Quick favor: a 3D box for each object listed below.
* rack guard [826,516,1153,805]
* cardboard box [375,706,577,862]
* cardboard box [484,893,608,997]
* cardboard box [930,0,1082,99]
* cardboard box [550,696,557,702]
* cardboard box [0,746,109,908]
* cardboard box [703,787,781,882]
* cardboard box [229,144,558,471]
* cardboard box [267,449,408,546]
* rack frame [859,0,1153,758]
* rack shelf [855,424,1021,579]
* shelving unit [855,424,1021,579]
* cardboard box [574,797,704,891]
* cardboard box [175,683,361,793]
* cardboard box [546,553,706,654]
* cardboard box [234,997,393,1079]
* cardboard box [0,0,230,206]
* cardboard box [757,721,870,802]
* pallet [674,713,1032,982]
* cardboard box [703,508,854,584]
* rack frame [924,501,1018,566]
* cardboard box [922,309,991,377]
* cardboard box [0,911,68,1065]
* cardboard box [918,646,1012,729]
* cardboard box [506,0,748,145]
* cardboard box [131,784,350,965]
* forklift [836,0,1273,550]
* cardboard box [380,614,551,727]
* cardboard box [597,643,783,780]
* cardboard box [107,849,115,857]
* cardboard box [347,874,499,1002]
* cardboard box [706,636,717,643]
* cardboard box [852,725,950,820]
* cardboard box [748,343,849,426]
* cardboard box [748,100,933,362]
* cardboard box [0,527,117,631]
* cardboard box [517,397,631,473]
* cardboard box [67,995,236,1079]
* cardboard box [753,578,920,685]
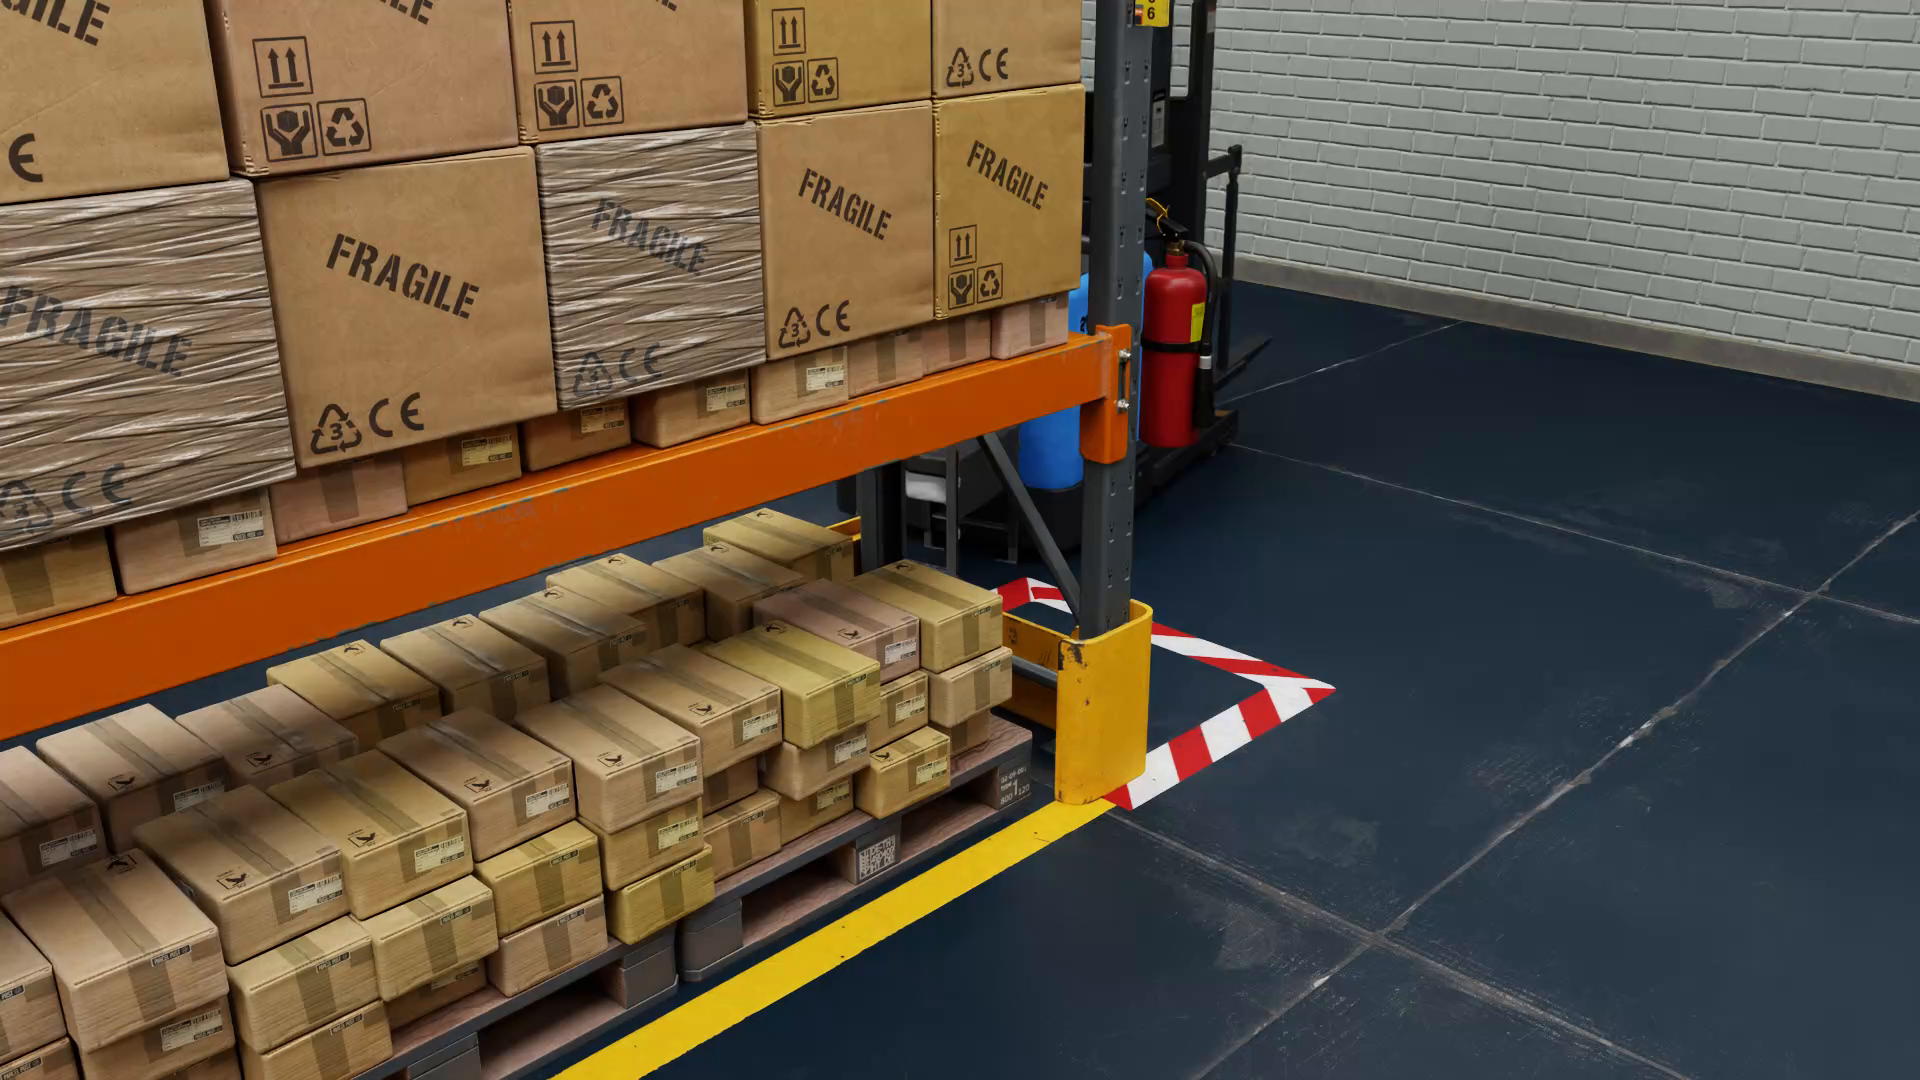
[{"bbox_3d":[0.029,0.327,5.026,1.175,0.500,0.348,19,28,41],"label":"rack guard"},{"bbox_3d":[-1.049,0.520,3.600,0.380,0.149,0.250,18,27,39],"label":"cardboard box"},{"bbox_3d":[-0.989,0.814,3.663,0.250,0.149,0.380,-20,28,-41],"label":"cardboard box"},{"bbox_3d":[-0.059,-1.331,3.909,0.500,0.500,0.500,19,28,40],"label":"cardboard box"},{"bbox_3d":[-1.063,0.388,4.359,0.250,0.149,0.380,-19,28,-40],"label":"cardboard box"},{"bbox_3d":[-1.969,0.588,3.422,0.380,0.149,0.250,18,27,38],"label":"cardboard box"},{"bbox_3d":[-0.651,0.668,4.044,0.380,0.149,0.250,20,28,41],"label":"cardboard box"},{"bbox_3d":[-1.112,-0.475,3.075,0.500,0.500,0.500,-18,28,-39],"label":"cardboard box"},{"bbox_3d":[-1.239,-0.135,3.096,0.250,0.149,0.380,-19,28,-40],"label":"cardboard box"},{"bbox_3d":[0.082,-0.859,4.628,1.000,3.000,0.127,19,28,41],"label":"rack frame"},{"bbox_3d":[-0.076,-0.173,6.087,0.431,0.518,0.480,11,24,26],"label":"rack shelf"},{"bbox_3d":[-0.076,-0.839,5.831,0.431,2.100,0.503,11,24,26],"label":"shelving unit"},{"bbox_3d":[-0.795,0.614,3.769,0.250,0.149,0.380,-20,28,-41],"label":"cardboard box"},{"bbox_3d":[-1.537,0.480,3.705,0.380,0.149,0.250,19,28,41],"label":"cardboard box"},{"bbox_3d":[-0.900,0.181,4.481,0.380,0.149,0.250,19,28,40],"label":"cardboard box"},{"bbox_3d":[-1.348,0.947,3.318,0.380,0.149,0.250,18,28,39],"label":"cardboard box"},{"bbox_3d":[-1.495,-0.797,2.519,0.500,0.500,0.500,-20,28,-41],"label":"cardboard box"},{"bbox_3d":[-0.443,0.478,4.123,0.380,0.149,0.250,18,27,39],"label":"cardboard box"},{"bbox_3d":[-0.563,0.662,4.557,1.003,0.211,1.213,19,28,41],"label":"pallet"},{"bbox_3d":[-0.527,0.048,4.828,0.380,0.149,0.250,18,27,38],"label":"cardboard box"},{"bbox_3d":[0.038,-0.916,6.032,0.400,2.100,0.015,11,24,26],"label":"rack frame"},{"bbox_3d":[-0.143,-0.532,4.129,0.380,0.149,0.250,19,28,41],"label":"cardboard box"},{"bbox_3d":[-1.778,0.784,2.914,0.380,0.149,0.250,18,28,39],"label":"cardboard box"},{"bbox_3d":[-0.082,0.344,4.472,0.380,0.149,0.250,18,28,39],"label":"cardboard box"},{"bbox_3d":[-0.769,-1.065,3.217,0.500,0.500,0.500,-18,28,-39],"label":"cardboard box"},{"bbox_3d":[-1.411,0.648,3.267,0.380,0.149,0.250,18,27,39],"label":"cardboard box"},{"bbox_3d":[0.639,-1.814,7.208,1.130,2.935,3.031,11,24,26],"label":"forklift"},{"bbox_3d":[-1.214,0.335,4.081,0.250,0.149,0.380,-19,28,-40],"label":"cardboard box"},{"bbox_3d":[-0.638,0.397,3.920,0.380,0.149,0.250,18,27,39],"label":"cardboard box"},{"bbox_3d":[-1.752,0.685,3.586,0.380,0.149,0.250,18,27,38],"label":"cardboard box"},{"bbox_3d":[-1.159,0.753,3.407,0.380,0.149,0.250,20,28,41],"label":"cardboard box"},{"bbox_3d":[-0.699,0.264,4.681,0.380,0.149,0.250,19,28,40],"label":"cardboard box"},{"bbox_3d":[-0.242,0.555,4.338,0.250,0.149,0.380,-19,28,-40],"label":"cardboard box"},{"bbox_3d":[-0.469,-0.393,3.766,0.250,0.149,0.380,-19,28,-41],"label":"cardboard box"},{"bbox_3d":[-0.410,-0.733,3.748,0.500,0.500,0.500,19,28,40],"label":"cardboard box"},{"bbox_3d":[-1.584,0.012,2.712,0.250,0.149,0.380,-20,28,-41],"label":"cardboard box"},{"bbox_3d":[-0.905,-0.278,3.467,0.380,0.149,0.250,18,27,38],"label":"cardboard box"},{"bbox_3d":[-1.571,0.859,3.131,0.250,0.149,0.380,-19,28,-40],"label":"cardboard box"},{"bbox_3d":[-0.322,0.248,4.308,0.250,0.149,0.380,-20,28,-41],"label":"cardboard box"}]
